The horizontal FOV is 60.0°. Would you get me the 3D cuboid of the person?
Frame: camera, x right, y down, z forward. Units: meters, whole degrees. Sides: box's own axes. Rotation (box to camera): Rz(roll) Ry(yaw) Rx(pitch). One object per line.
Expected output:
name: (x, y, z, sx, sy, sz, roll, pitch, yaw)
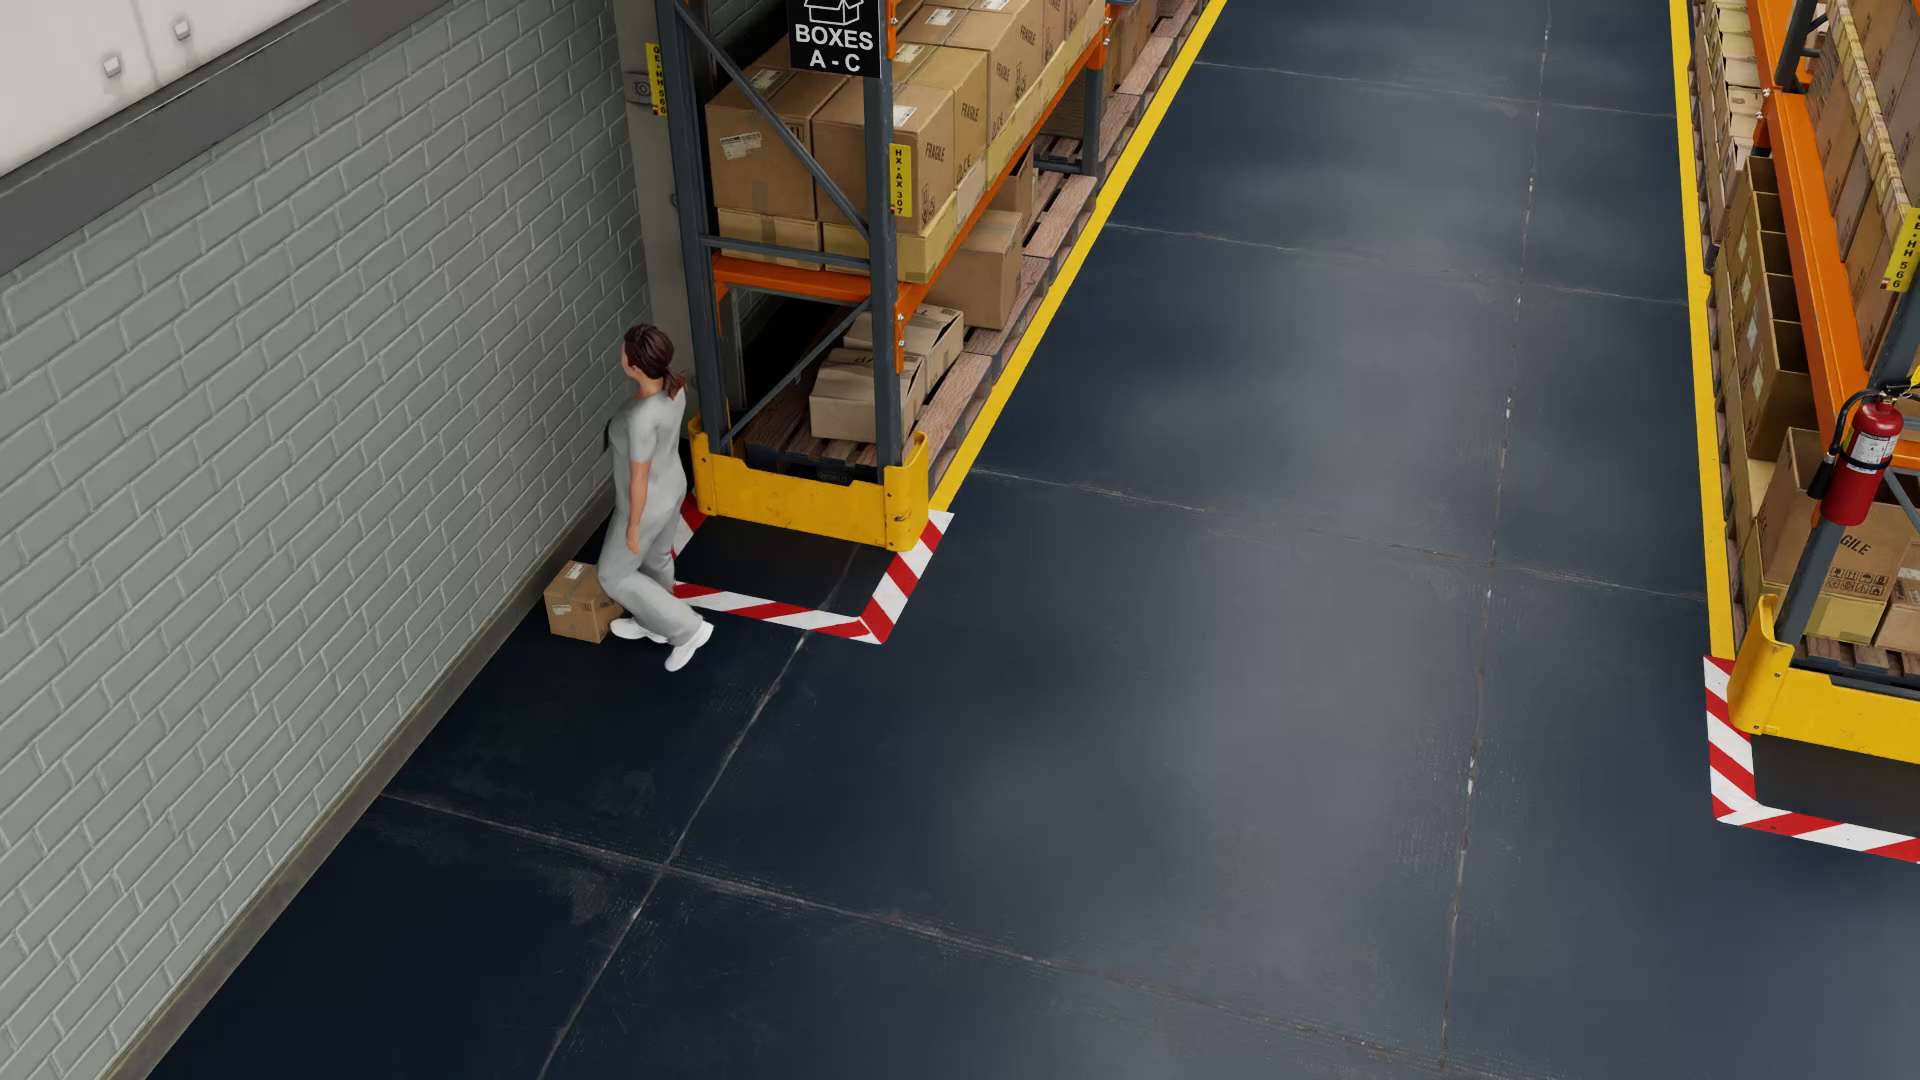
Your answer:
person: (-1.345, -0.175, 7.087, 0.572, 1.669, 0.479, 8, 38, 10)
